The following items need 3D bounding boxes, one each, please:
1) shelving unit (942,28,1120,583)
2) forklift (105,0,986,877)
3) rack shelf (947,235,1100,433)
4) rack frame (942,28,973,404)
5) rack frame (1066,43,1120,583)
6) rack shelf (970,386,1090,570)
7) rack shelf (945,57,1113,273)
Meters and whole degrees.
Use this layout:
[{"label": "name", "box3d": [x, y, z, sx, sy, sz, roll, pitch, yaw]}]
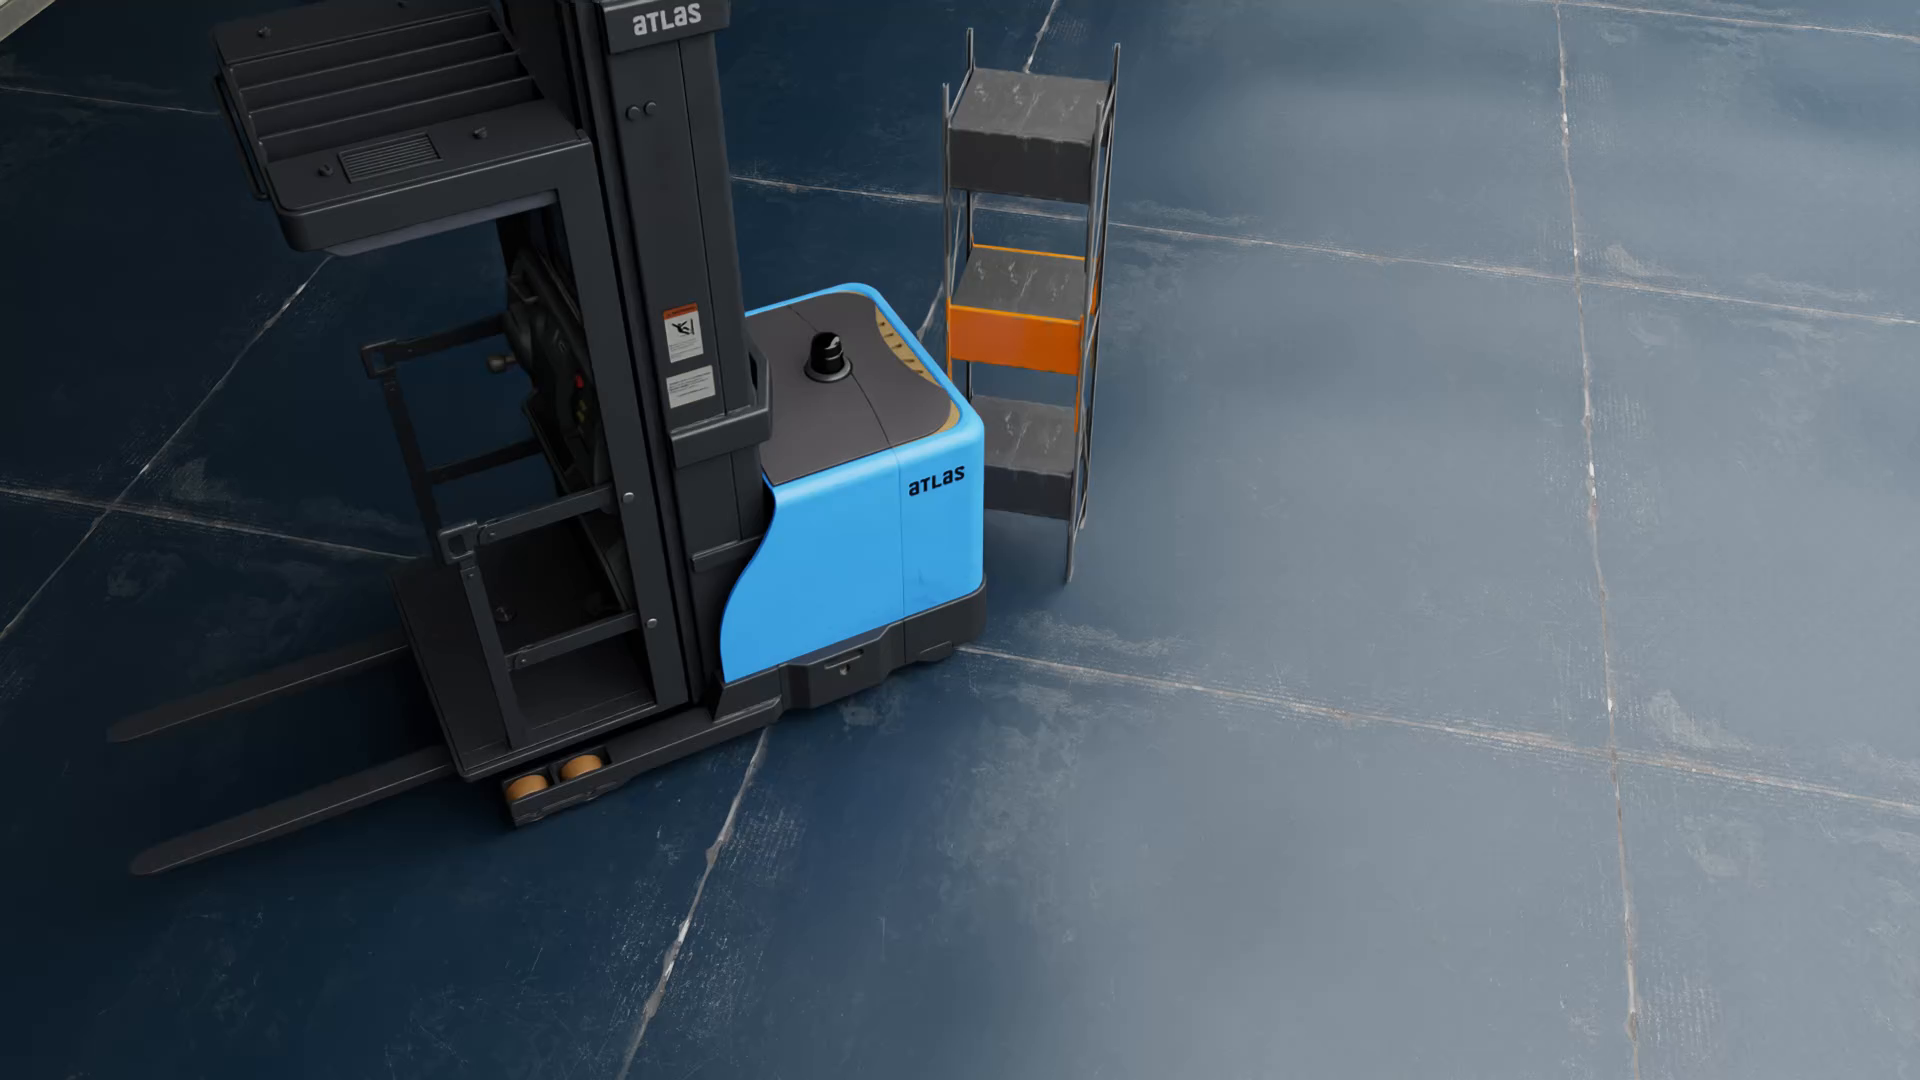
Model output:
[{"label": "shelving unit", "box3d": [0.232, -0.757, 6.023, 0.503, 2.100, 0.431, 9, 45, 9]}, {"label": "forklift", "box3d": [-1.453, -0.505, 5.161, 3.031, 2.935, 1.130, -20, 47, -19]}, {"label": "rack shelf", "box3d": [0.232, -0.748, 6.032, 0.480, 0.518, 0.431, 9, 45, 9]}, {"label": "rack frame", "box3d": [-0.006, -0.793, 6.060, 0.015, 2.100, 0.400, 9, 45, 9]}, {"label": "rack frame", "box3d": [0.470, -0.721, 5.985, 0.015, 2.100, 0.400, 9, 45, 9]}, {"label": "rack shelf", "box3d": [0.232, -0.243, 6.518, 0.480, 0.518, 0.431, 9, 45, 9]}, {"label": "rack shelf", "box3d": [0.232, -1.252, 5.547, 0.480, 0.518, 0.431, 9, 45, 9]}]
